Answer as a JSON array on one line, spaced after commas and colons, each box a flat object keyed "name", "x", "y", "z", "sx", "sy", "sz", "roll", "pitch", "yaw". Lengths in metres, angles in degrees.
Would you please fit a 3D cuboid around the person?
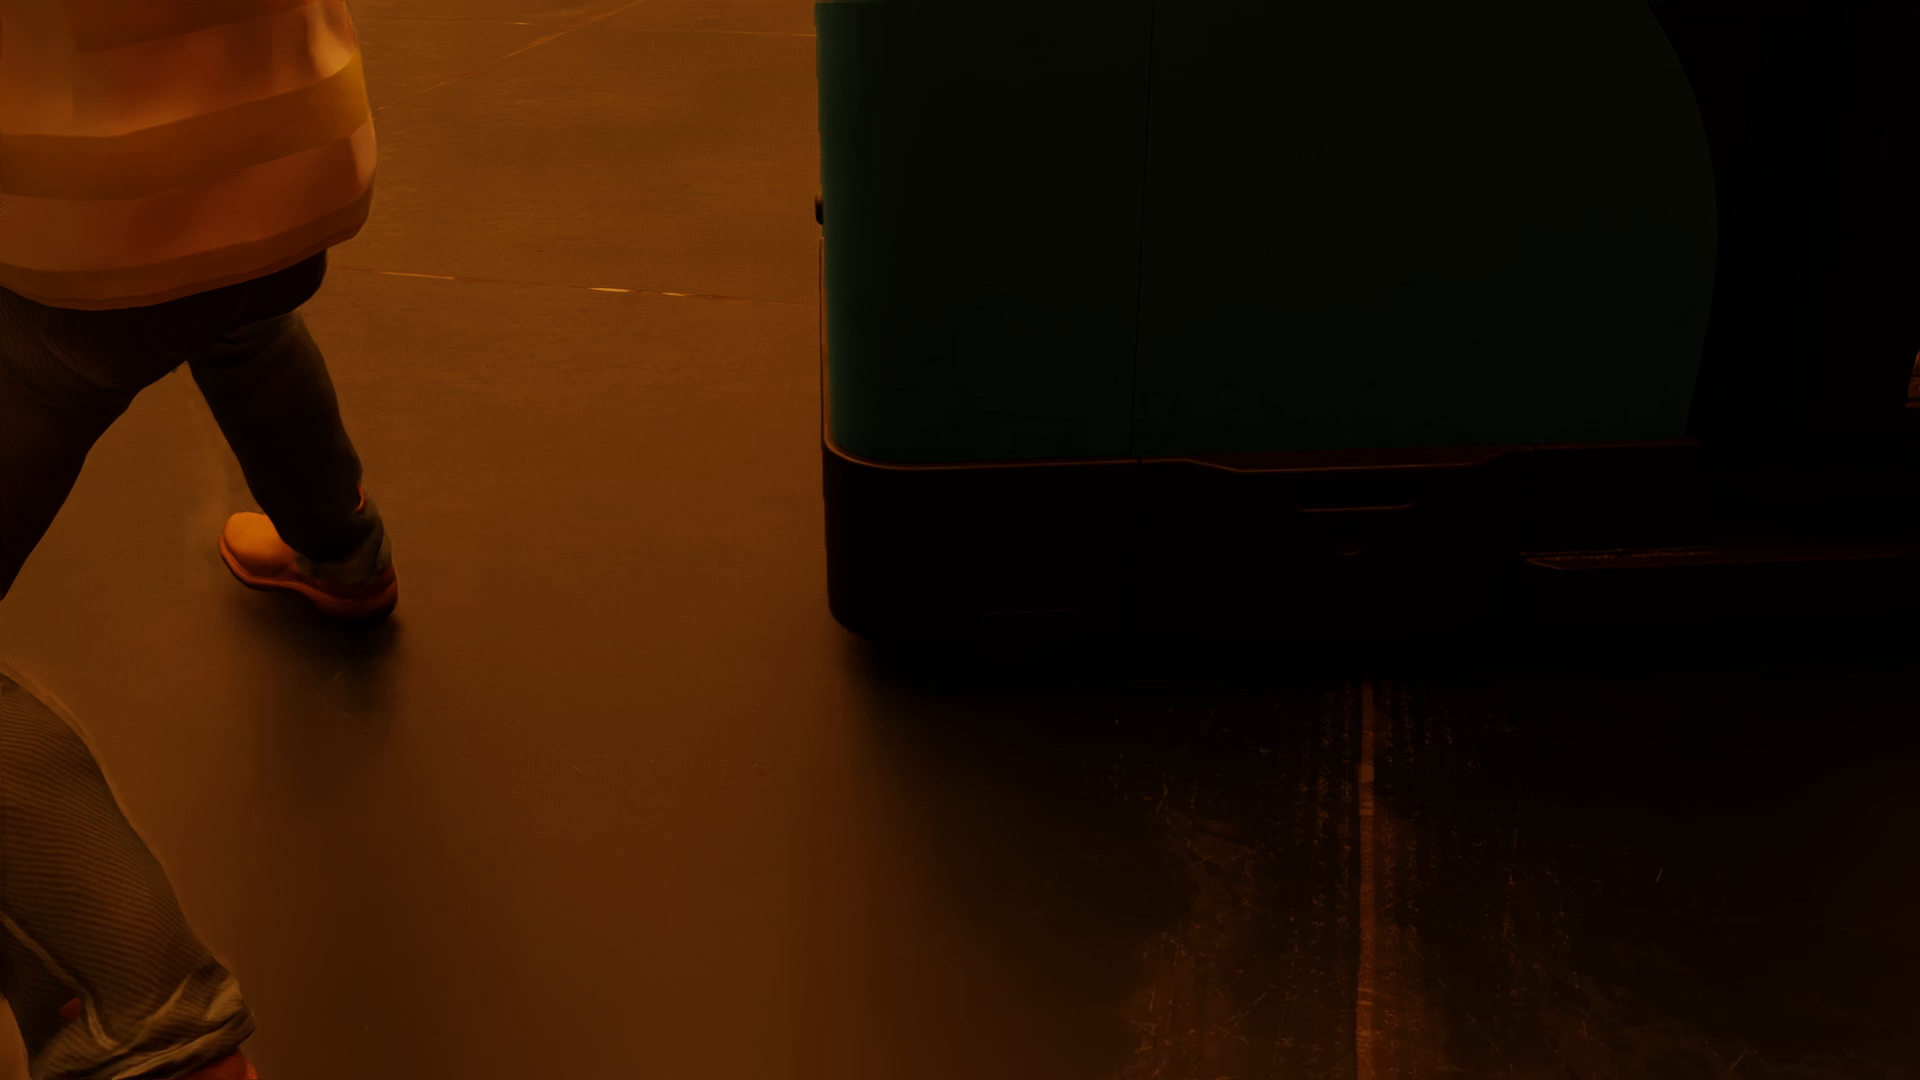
[{"name": "person", "x": -0.876, "y": -0.357, "z": 1.504, "sx": 0.913, "sy": 1.625, "sz": 1.026, "roll": 15, "pitch": 30, "yaw": 27}]

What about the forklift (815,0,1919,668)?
[{"name": "forklift", "x": 1.307, "y": -1.401, "z": 2.022, "sx": 3.031, "sy": 2.935, "sz": 1.130, "roll": -2, "pitch": 27, "yaw": -4}]
